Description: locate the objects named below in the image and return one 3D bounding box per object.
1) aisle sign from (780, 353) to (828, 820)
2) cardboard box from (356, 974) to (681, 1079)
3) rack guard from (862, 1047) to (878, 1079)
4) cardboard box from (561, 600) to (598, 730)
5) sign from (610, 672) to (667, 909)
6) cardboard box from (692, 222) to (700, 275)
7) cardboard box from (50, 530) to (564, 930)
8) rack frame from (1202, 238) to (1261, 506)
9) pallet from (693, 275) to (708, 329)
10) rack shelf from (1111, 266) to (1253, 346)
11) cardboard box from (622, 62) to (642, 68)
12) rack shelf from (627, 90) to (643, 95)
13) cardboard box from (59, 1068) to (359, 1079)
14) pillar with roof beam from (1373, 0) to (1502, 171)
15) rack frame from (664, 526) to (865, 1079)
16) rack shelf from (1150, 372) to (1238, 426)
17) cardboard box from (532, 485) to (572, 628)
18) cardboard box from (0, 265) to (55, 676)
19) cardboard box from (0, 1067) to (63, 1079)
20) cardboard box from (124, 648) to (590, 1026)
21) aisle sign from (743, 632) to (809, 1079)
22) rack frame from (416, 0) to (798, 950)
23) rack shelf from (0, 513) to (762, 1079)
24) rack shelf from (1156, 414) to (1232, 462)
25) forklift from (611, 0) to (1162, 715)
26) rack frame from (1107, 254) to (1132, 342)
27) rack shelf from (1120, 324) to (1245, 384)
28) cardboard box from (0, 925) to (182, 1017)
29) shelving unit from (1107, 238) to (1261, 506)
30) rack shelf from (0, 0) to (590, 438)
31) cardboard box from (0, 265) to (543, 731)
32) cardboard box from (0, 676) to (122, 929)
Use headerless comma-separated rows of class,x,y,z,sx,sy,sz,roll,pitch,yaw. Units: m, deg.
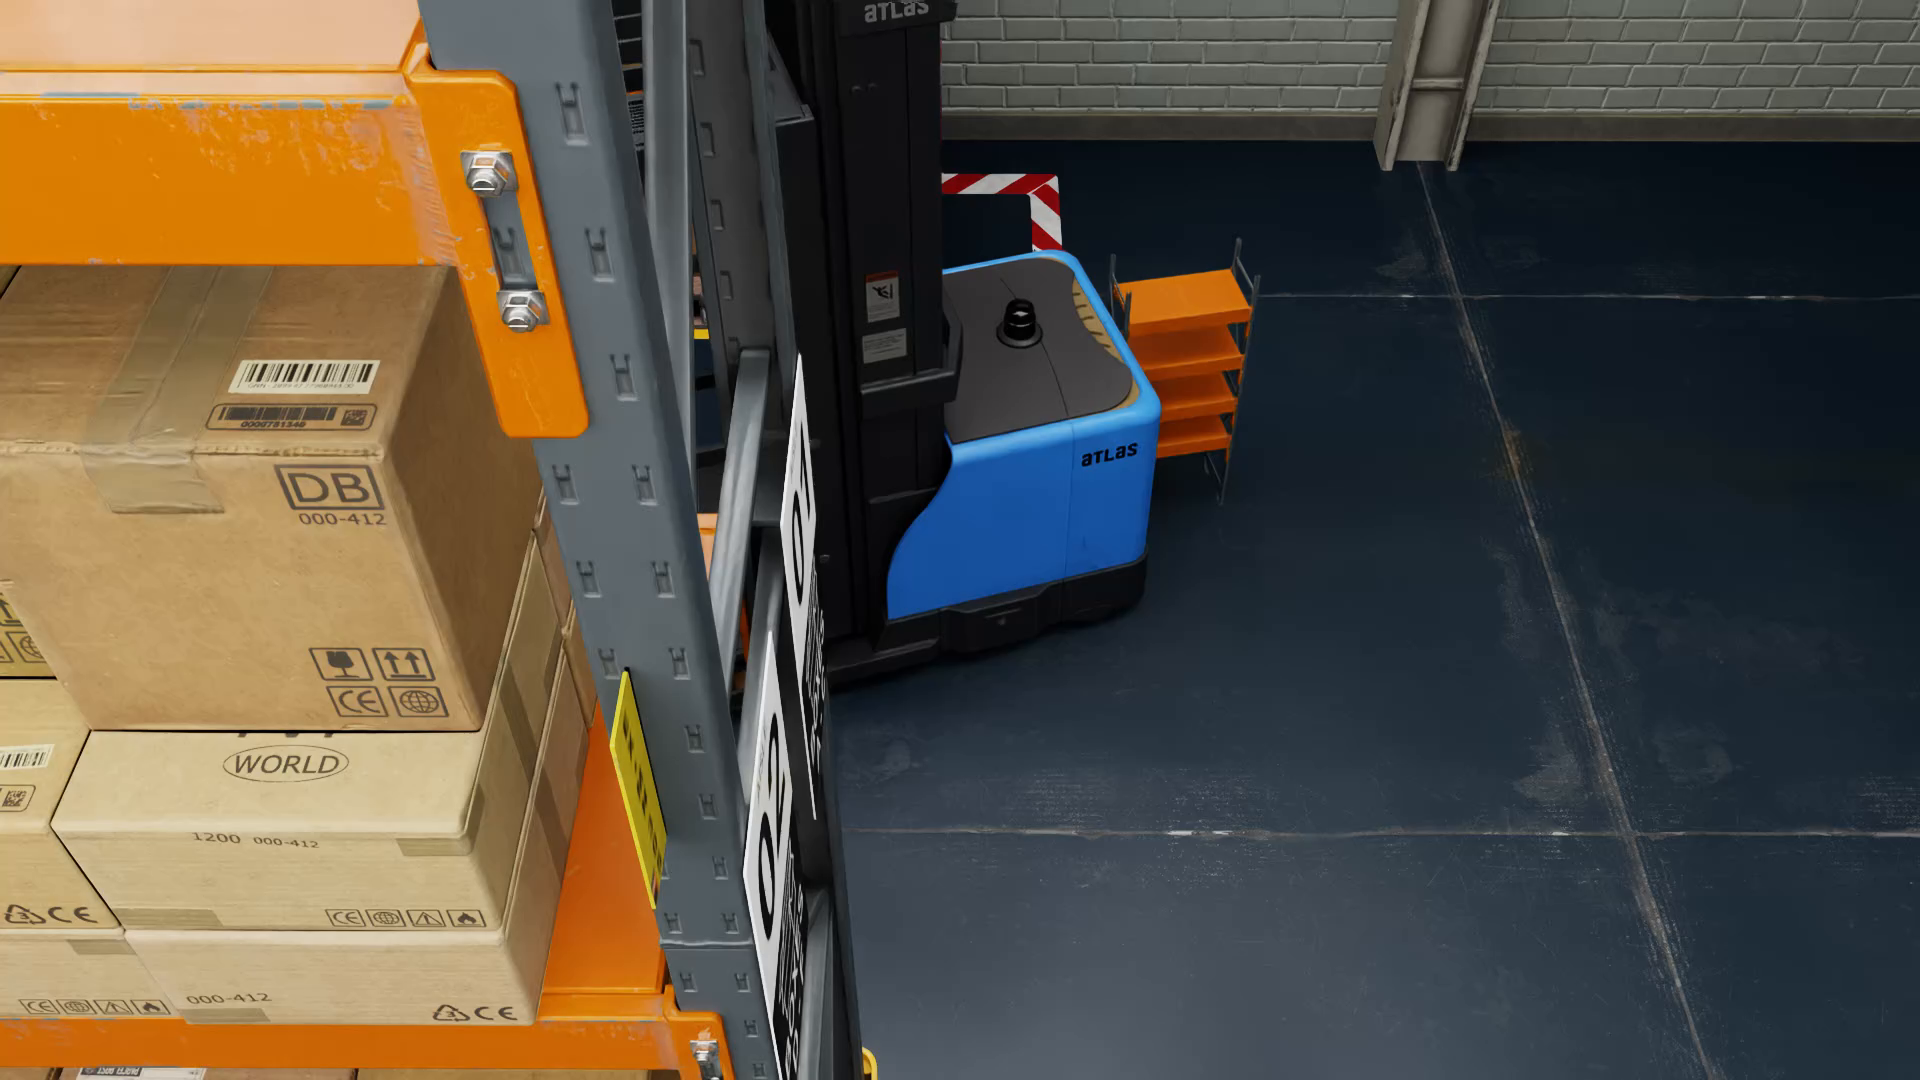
aisle sign,-0.266,0.103,2.910,0.004,0.787,0.394,0,47,0
cardboard box,-0.782,1.029,3.073,0.500,0.500,0.500,0,47,0
rack guard,-0.412,2.055,4.577,0.348,0.500,1.175,0,47,0
cardboard box,-0.848,0.045,2.793,0.500,0.250,0.500,0,47,0
sign,-0.358,0.286,1.861,0.005,0.325,0.100,0,47,0
cardboard box,-1.021,-1.643,7.731,0.500,0.500,0.700,0,47,0
cardboard box,-0.850,0.247,2.263,0.500,0.250,0.500,0,47,0
rack frame,1.070,-0.640,6.607,0.015,1.200,0.240,-9,48,-8
pallet,-1.121,-1.417,8.006,1.213,0.211,1.003,0,47,0
rack shelf,0.831,-0.872,6.286,0.480,0.148,0.258,-9,48,-8
cardboard box,-1.558,-2.513,6.915,0.700,0.700,0.980,0,47,0
rack shelf,-2.321,-2.183,7.305,4.000,0.370,1.077,0,47,0
cardboard box,-1.287,1.028,3.073,0.500,0.500,0.500,1,47,1
pillar with roof beam,2.366,-1.941,2.490,0.400,9.000,9.100,0,47,0
rack frame,-0.336,1.203,3.661,0.127,3.000,1.000,0,47,0
rack shelf,0.831,-0.558,6.623,0.480,0.148,0.258,-9,48,-8
cardboard box,-0.848,-0.130,2.614,0.500,0.250,0.500,0,47,0
cardboard box,-1.349,-0.246,2.210,0.500,0.500,0.700,0,47,0
cardboard box,-1.805,1.030,3.071,0.500,0.500,0.500,1,47,1
cardboard box,-0.850,0.424,2.440,0.500,0.250,0.500,0,47,0
aisle sign,-0.268,0.542,2.501,0.004,0.787,0.394,0,47,0
rack frame,-0.336,-0.841,1.466,0.127,3.000,1.000,0,47,0
rack shelf,-2.336,0.421,2.832,4.000,0.370,1.077,0,47,0
rack shelf,0.831,-0.423,6.768,0.480,0.148,0.258,-9,48,-8
forklift,-0.850,-0.749,5.525,3.031,2.935,1.130,-13,48,-12
rack frame,0.592,-0.568,6.540,0.015,1.200,0.240,-9,48,-8
rack shelf,0.831,-0.711,6.459,0.480,0.148,0.258,-9,48,-8
cardboard box,-1.350,0.415,2.449,0.500,0.250,0.500,0,47,0
shelving unit,0.831,-0.604,6.574,0.503,1.200,0.258,-9,48,-8
rack shelf,-2.336,-0.600,1.735,4.000,0.370,1.077,0,47,0
cardboard box,-0.849,-0.183,2.151,0.500,0.500,0.700,0,47,0
cardboard box,-1.350,0.246,2.264,0.500,0.250,0.500,0,47,0
